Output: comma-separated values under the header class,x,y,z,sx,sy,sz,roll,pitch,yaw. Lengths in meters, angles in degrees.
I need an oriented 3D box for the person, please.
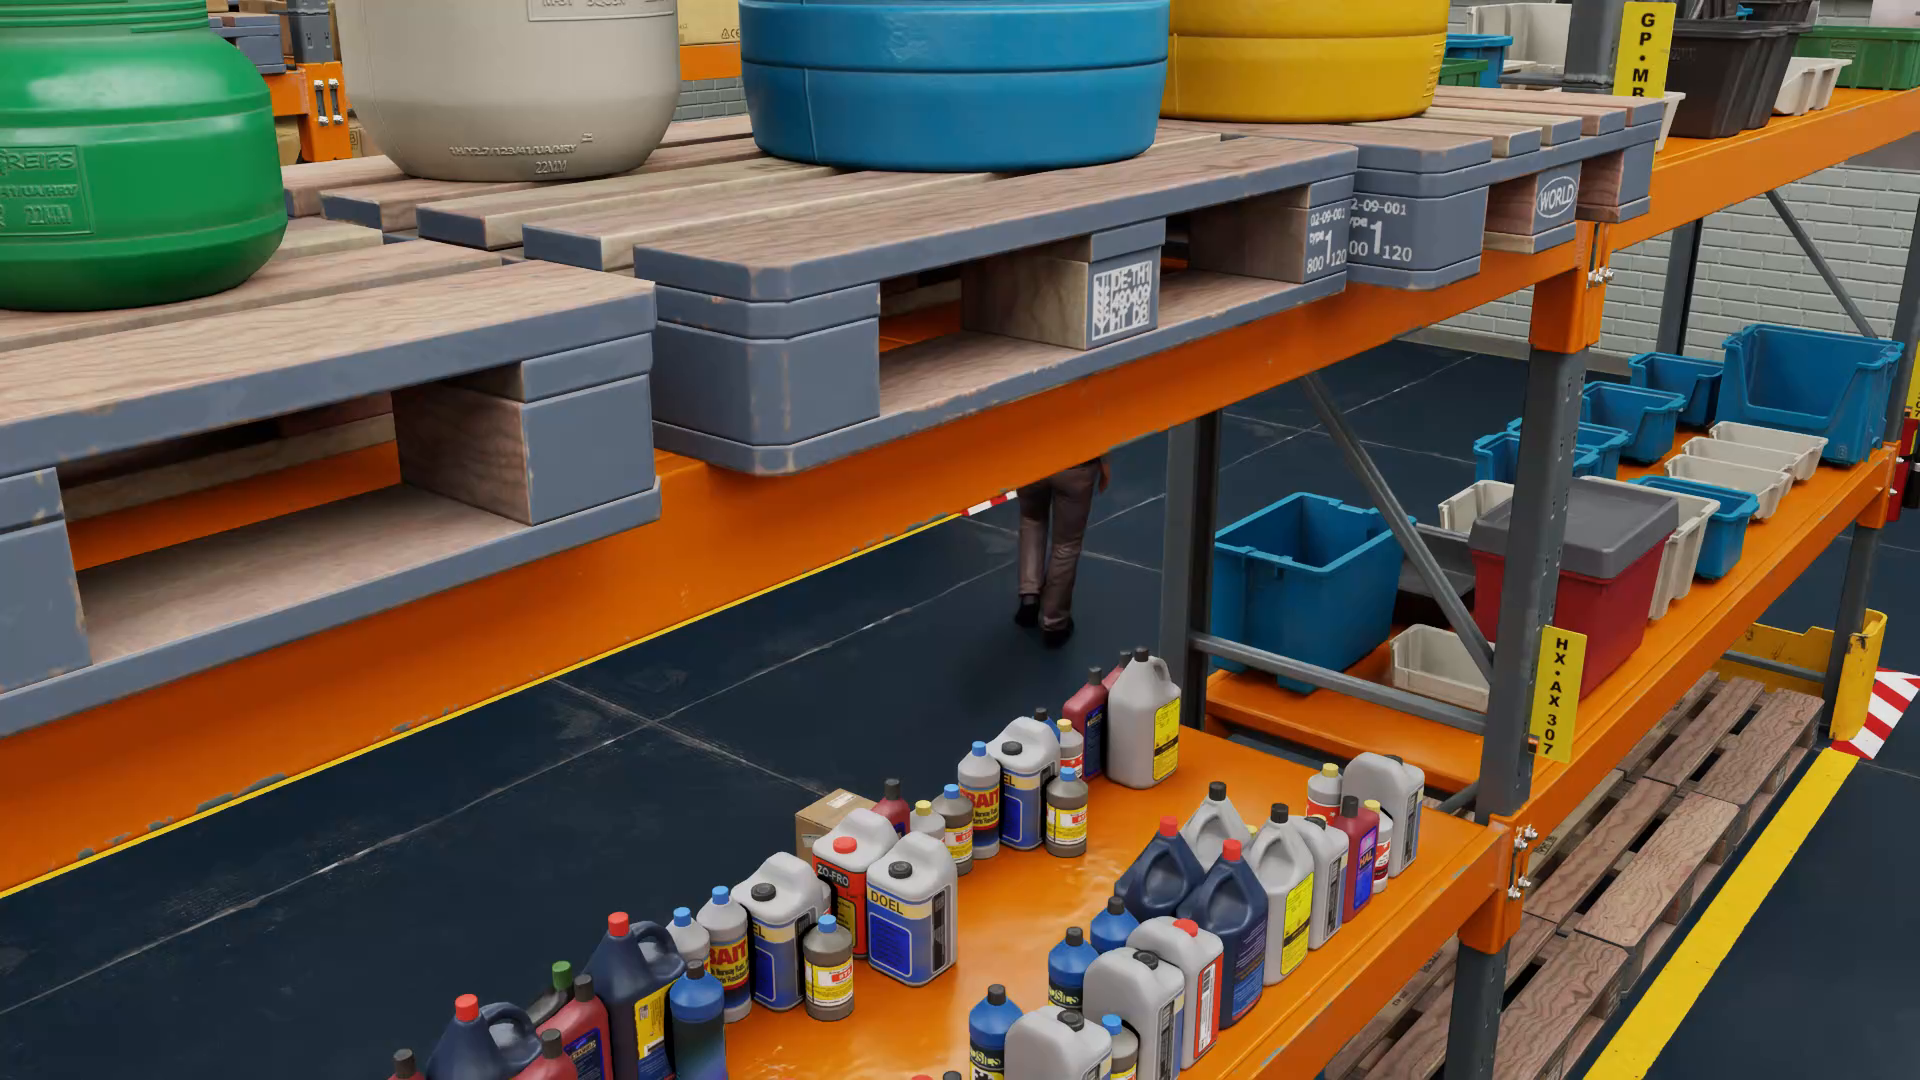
class,x,y,z,sx,sy,sz,roll,pitch,yaw
person,0.475,-0.354,8.044,0.565,1.749,0.470,6,21,17
